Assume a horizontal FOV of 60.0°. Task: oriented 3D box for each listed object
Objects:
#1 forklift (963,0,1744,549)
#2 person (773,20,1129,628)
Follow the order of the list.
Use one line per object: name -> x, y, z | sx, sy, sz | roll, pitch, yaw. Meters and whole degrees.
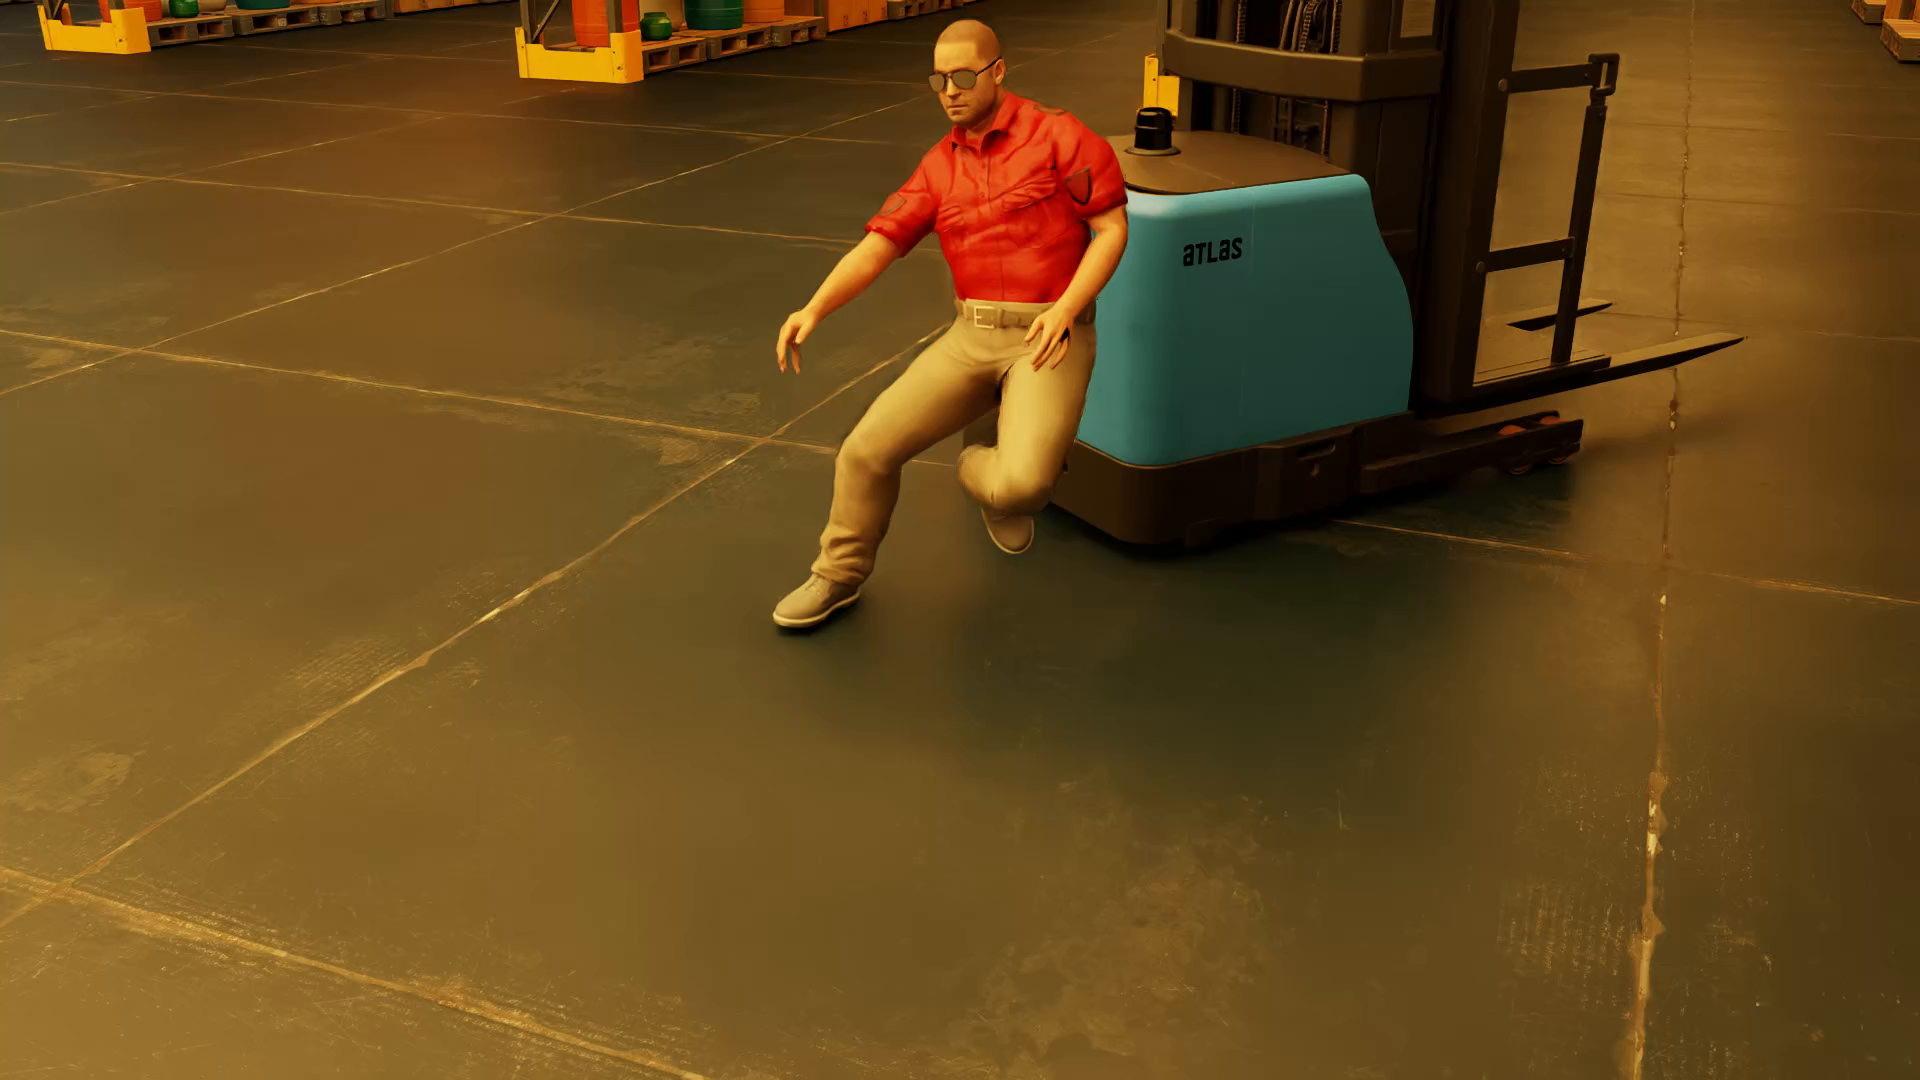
forklift -> 1.539, -1.732, 5.436 | 3.031, 2.935, 1.130 | -13, 26, -29
person -> -0.050, -0.489, 4.225 | 0.797, 1.562, 0.721 | 14, 26, 29
